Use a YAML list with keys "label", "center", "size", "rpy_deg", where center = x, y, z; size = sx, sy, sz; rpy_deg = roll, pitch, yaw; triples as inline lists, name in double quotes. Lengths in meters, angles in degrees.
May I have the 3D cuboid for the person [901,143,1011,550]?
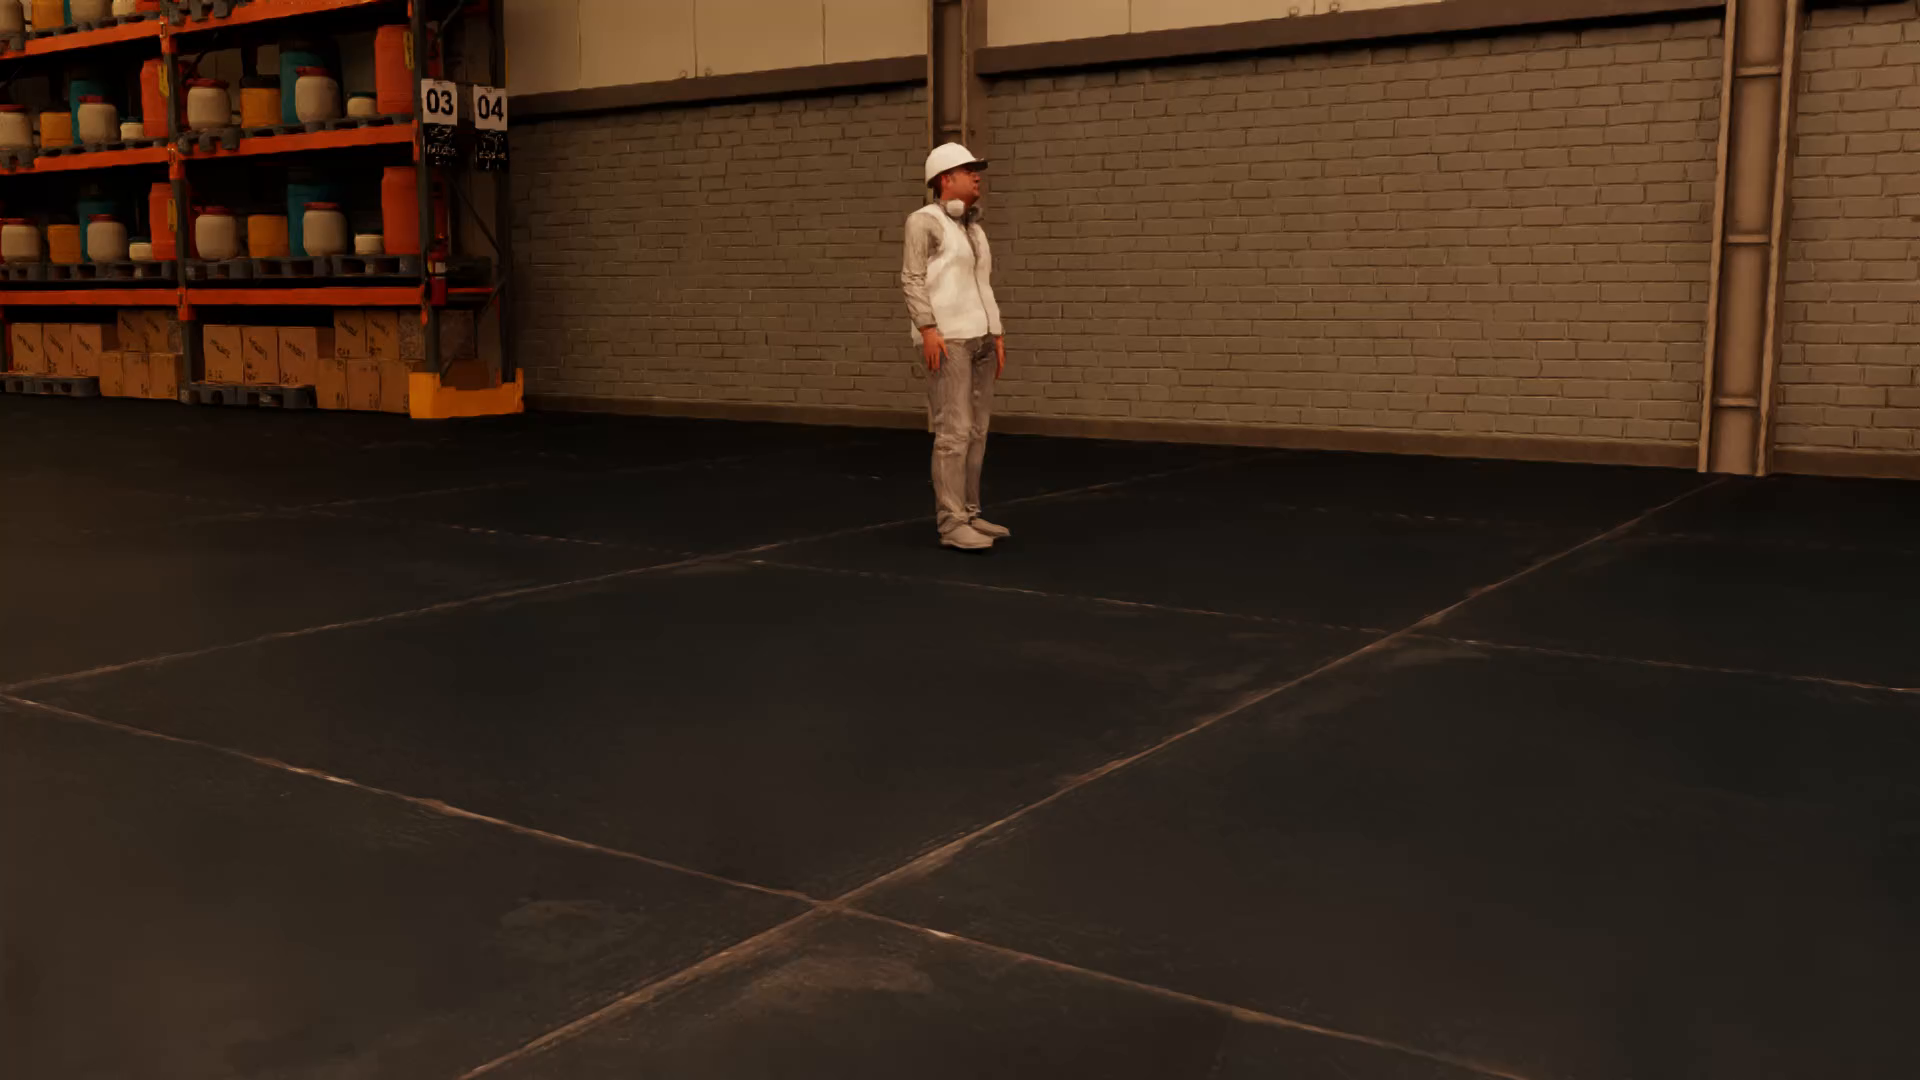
- label: "person"
  center: [0.047, -0.880, 7.437]
  size: [0.567, 1.773, 0.632]
  rpy_deg: [5, 10, 34]
